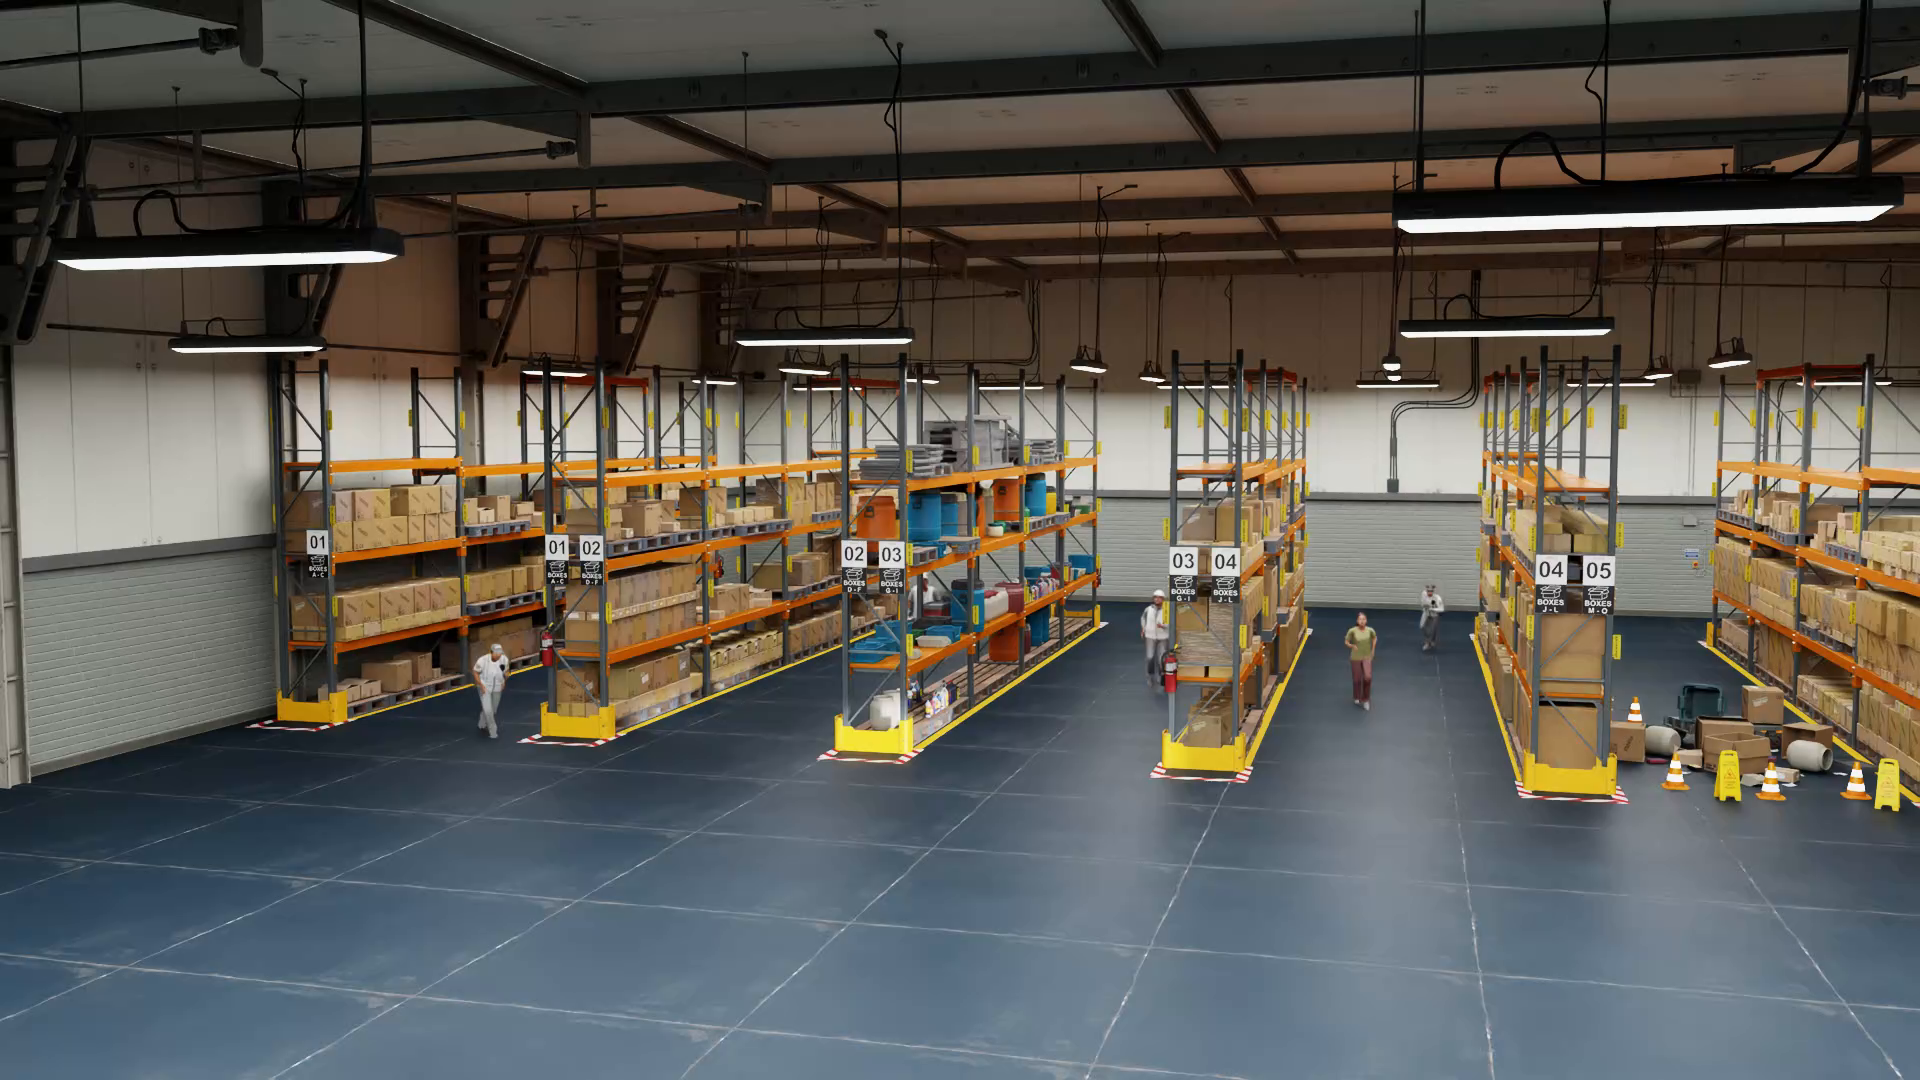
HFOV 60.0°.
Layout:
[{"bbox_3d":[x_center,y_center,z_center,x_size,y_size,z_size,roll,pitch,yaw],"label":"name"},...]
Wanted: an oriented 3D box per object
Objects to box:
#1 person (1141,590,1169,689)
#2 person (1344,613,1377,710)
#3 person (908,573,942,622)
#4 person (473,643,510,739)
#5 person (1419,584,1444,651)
[{"bbox_3d":[3.579,1.795,30.160,0.614,1.787,0.724,1,4,9],"label":"person"},{"bbox_3d":[6.967,2.106,28.898,0.588,1.701,0.682,0,4,6],"label":"person"},{"bbox_3d":[-0.700,1.511,32.647,0.696,1.745,0.667,0,4,5],"label":"person"},{"bbox_3d":[-7.450,2.377,26.382,0.577,1.555,1.005,-3,5,-31],"label":"person"},{"bbox_3d":[10.254,1.653,36.083,0.607,1.453,1.076,3,5,32],"label":"person"}]
